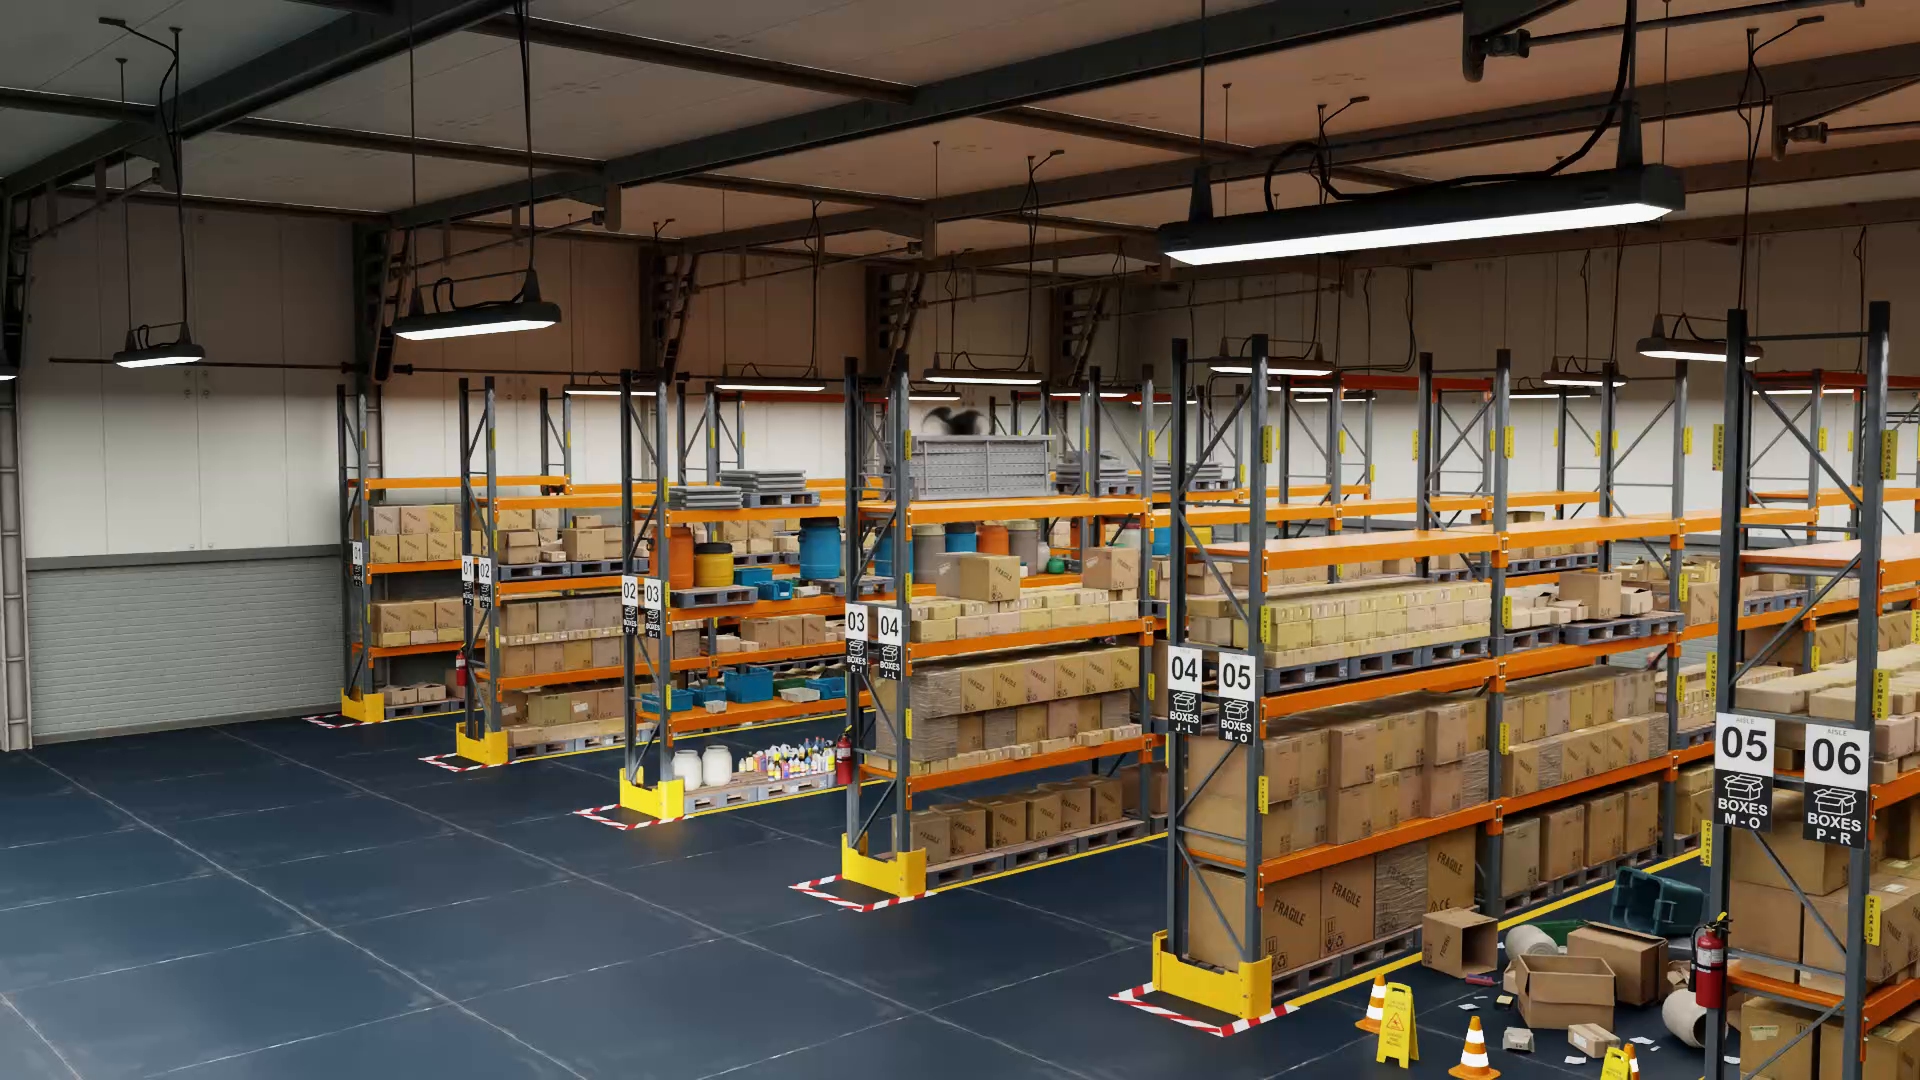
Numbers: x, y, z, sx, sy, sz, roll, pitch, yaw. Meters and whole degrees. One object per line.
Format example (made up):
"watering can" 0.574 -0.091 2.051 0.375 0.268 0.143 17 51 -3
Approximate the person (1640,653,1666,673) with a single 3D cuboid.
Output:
"person" 10.897 2.613 26.123 0.682 1.702 0.605 4 5 43
